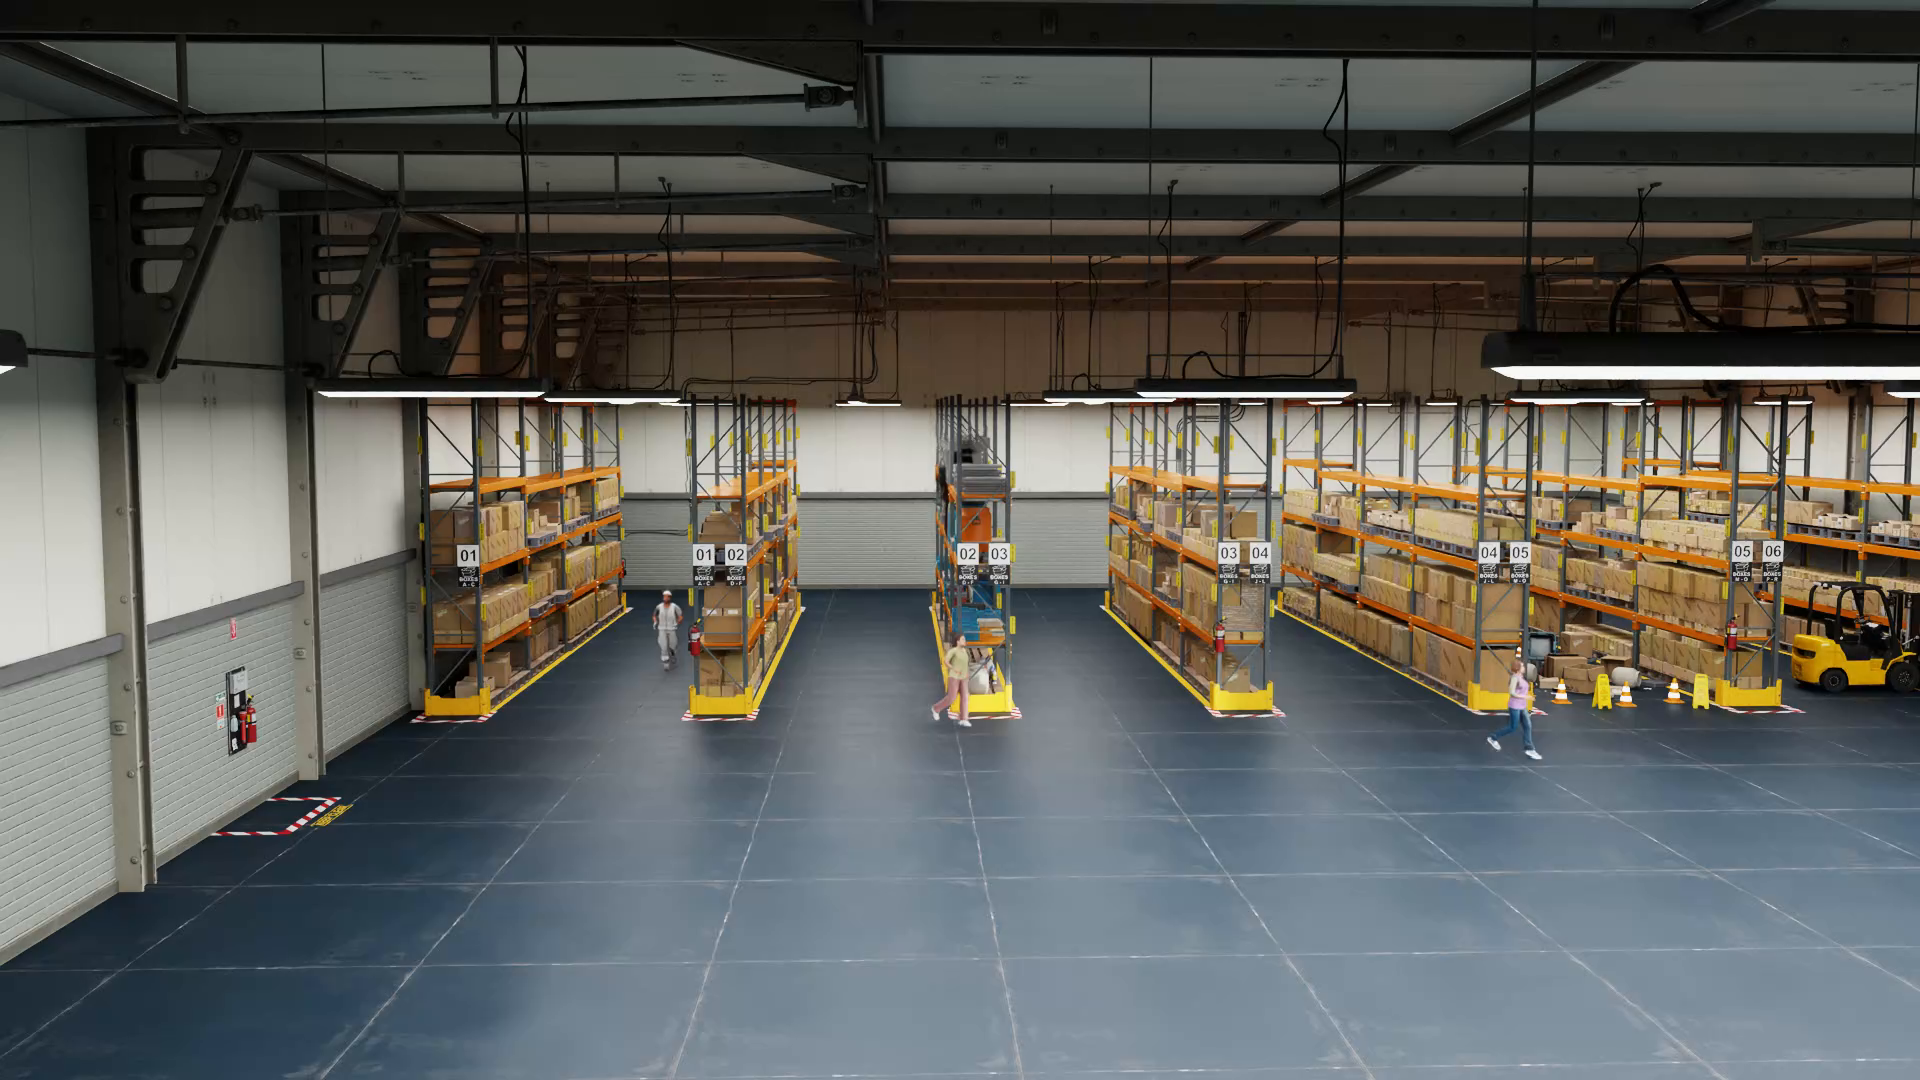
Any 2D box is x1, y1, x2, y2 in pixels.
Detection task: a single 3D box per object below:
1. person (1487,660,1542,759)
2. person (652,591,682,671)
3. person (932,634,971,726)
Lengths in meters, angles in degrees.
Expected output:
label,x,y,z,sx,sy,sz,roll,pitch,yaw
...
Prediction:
label,x,y,z,sx,sy,sz,roll,pitch,yaw
person,9.142,2.769,27.364,0.876,1.605,0.551,3,6,36
person,-6.427,1.982,36.498,0.659,1.742,0.708,0,5,-4
person,-0.020,2.515,30.220,0.931,1.627,0.634,4,6,42
